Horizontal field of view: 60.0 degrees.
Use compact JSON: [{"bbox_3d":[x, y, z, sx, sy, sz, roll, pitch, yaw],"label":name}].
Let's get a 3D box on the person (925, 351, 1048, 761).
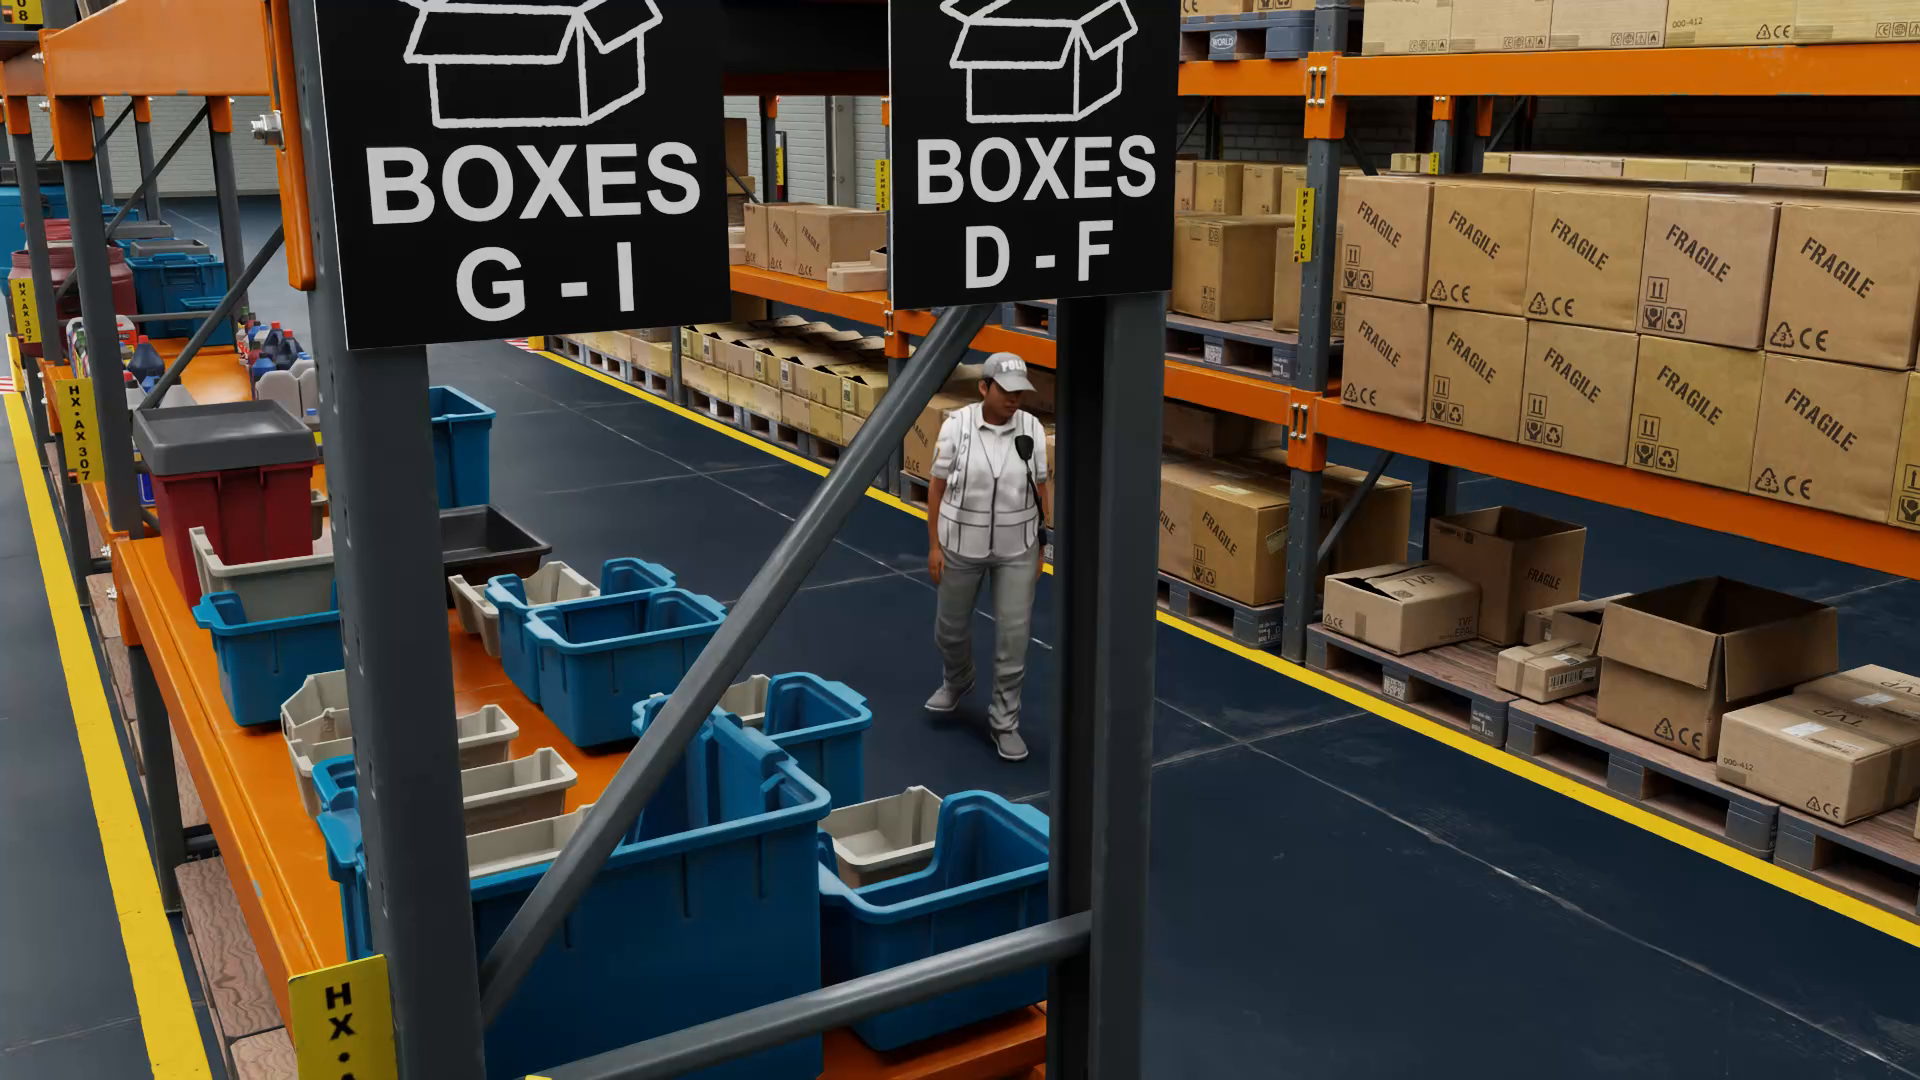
[{"bbox_3d":[0.105,0.027,6.897,0.511,1.658,0.660,0,15,-1],"label":"person"}]
